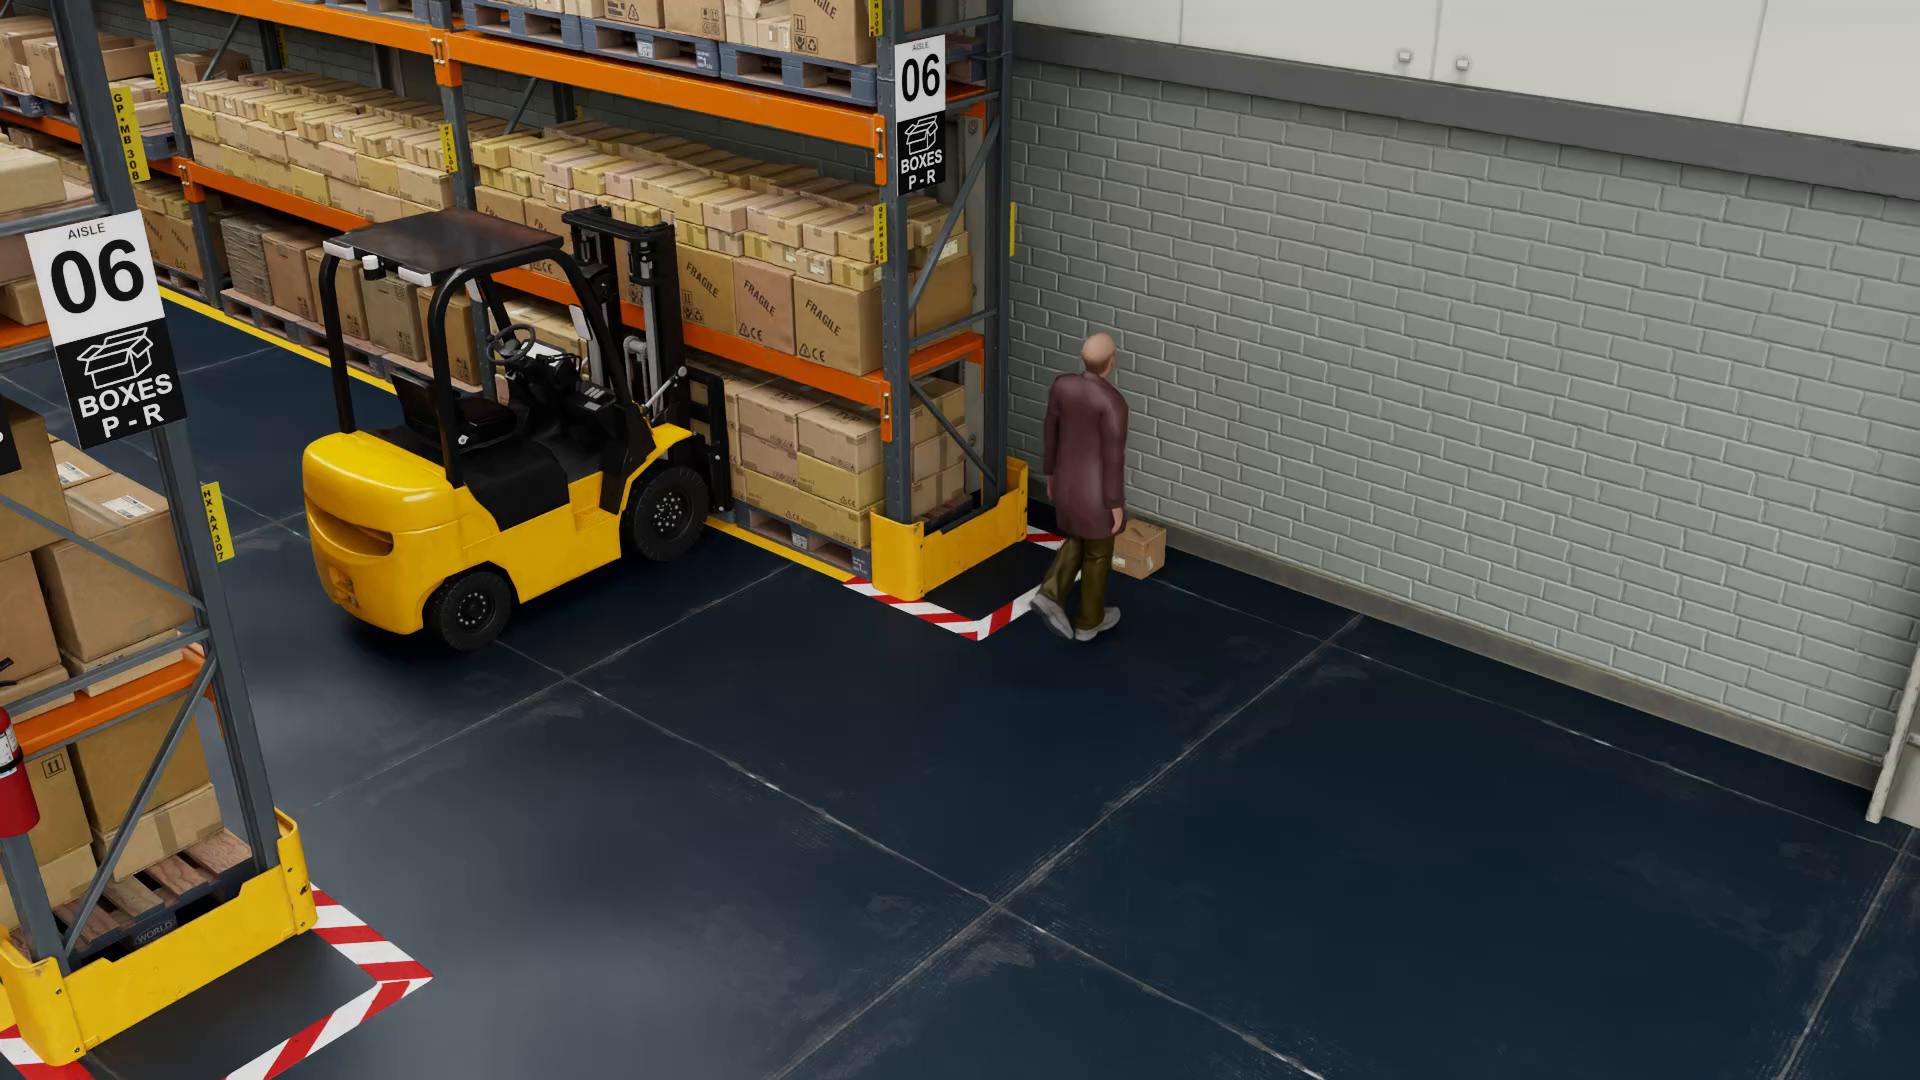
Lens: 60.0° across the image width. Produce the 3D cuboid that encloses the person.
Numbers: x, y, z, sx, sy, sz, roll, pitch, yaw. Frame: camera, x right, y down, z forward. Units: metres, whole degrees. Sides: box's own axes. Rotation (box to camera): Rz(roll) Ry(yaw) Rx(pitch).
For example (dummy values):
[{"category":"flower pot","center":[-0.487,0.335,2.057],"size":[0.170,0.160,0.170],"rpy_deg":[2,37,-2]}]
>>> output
[{"category":"person","center":[0.622,-0.263,9.131],"size":[0.644,1.755,0.621],"rpy_deg":[-24,35,-38]}]
